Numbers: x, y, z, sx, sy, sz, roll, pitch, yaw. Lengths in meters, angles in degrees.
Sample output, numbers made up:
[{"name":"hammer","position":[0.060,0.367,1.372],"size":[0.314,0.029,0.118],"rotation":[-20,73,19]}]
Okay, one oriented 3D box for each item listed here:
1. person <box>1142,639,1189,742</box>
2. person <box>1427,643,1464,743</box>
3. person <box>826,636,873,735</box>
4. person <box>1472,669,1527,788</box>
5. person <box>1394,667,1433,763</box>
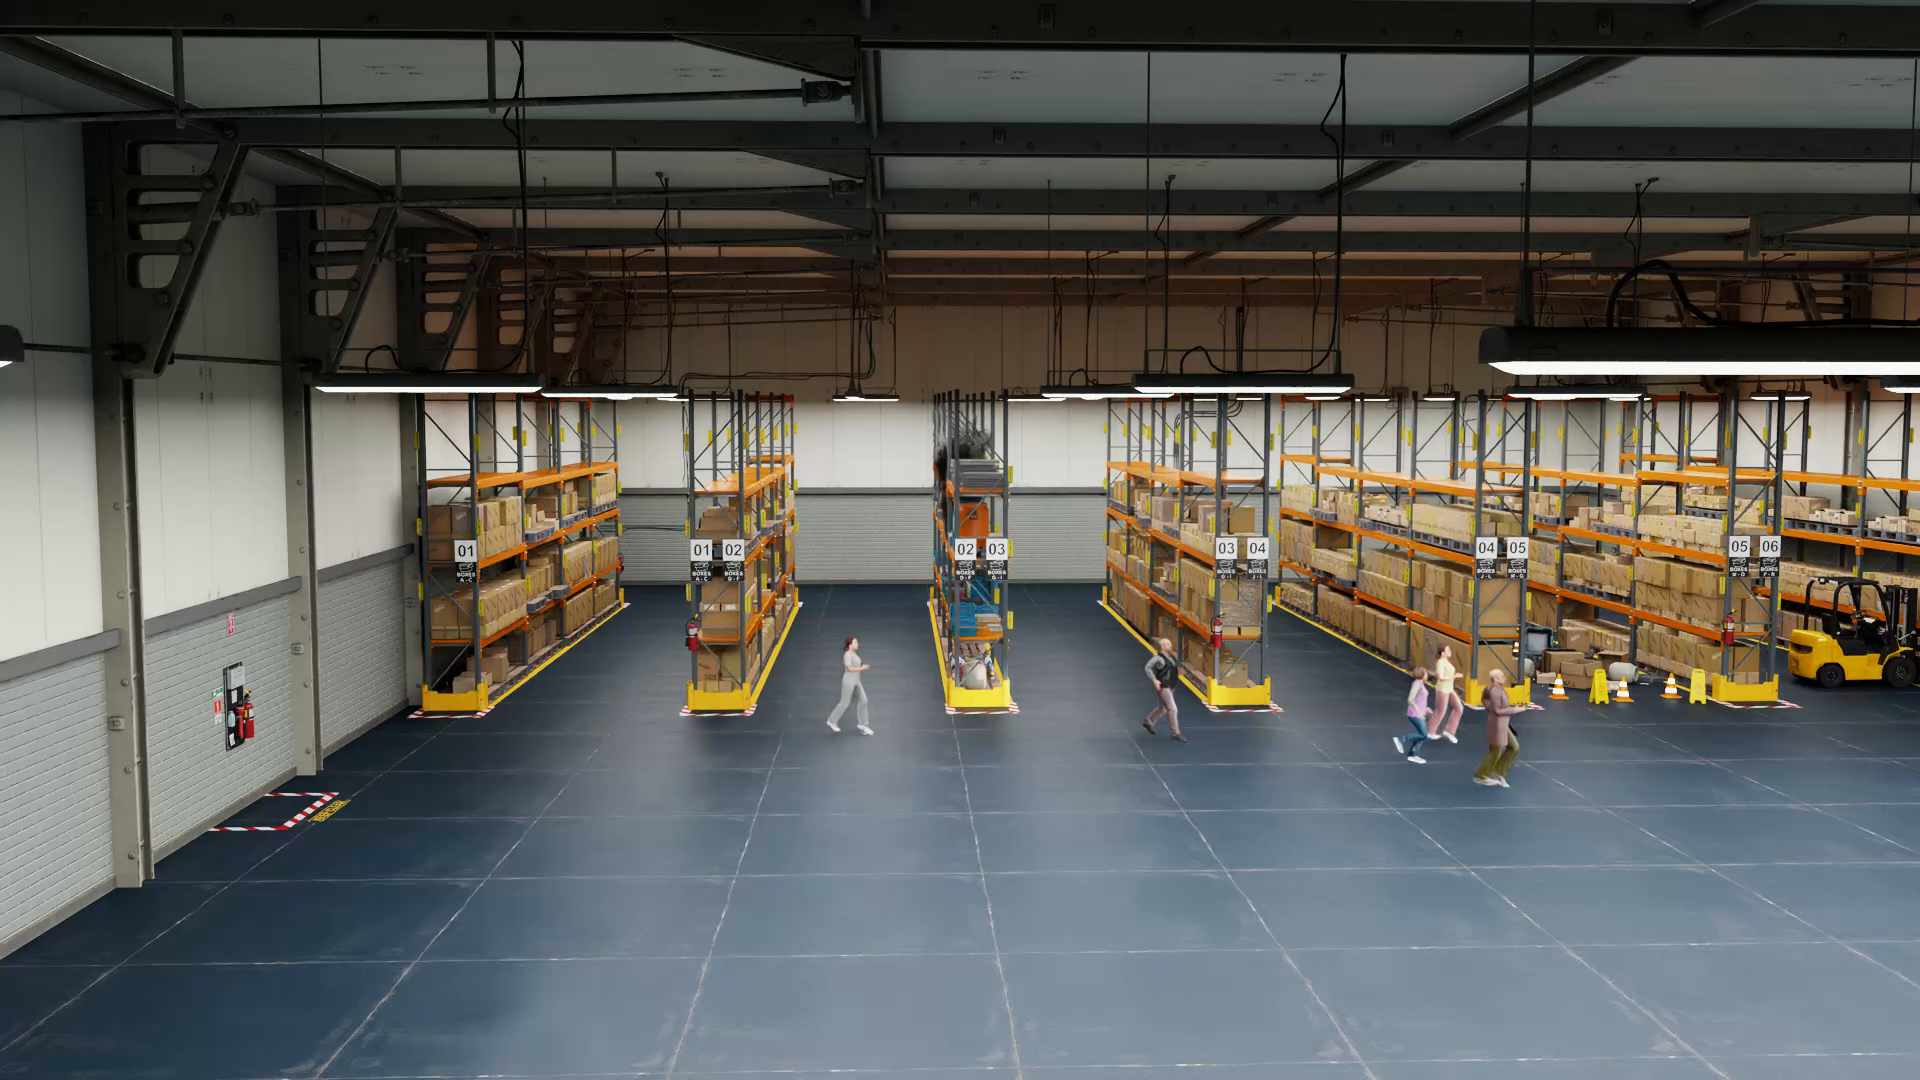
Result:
[{"name":"person","position":[3.497,2.529,28.267],"size":[0.947,1.715,0.658],"rotation":[3,6,34]},{"name":"person","position":[8.202,2.596,28.152],"size":[0.670,1.705,0.558],"rotation":[3,6,33]},{"name":"person","position":[-1.923,2.522,28.881],"size":[0.832,1.712,0.580],"rotation":[1,5,16]},{"name":"person","position":[8.048,2.827,24.774],"size":[0.754,1.814,0.688],"rotation":[2,5,24]},{"name":"person","position":[7.263,2.792,26.621],"size":[0.574,1.554,0.523],"rotation":[2,5,22]}]
